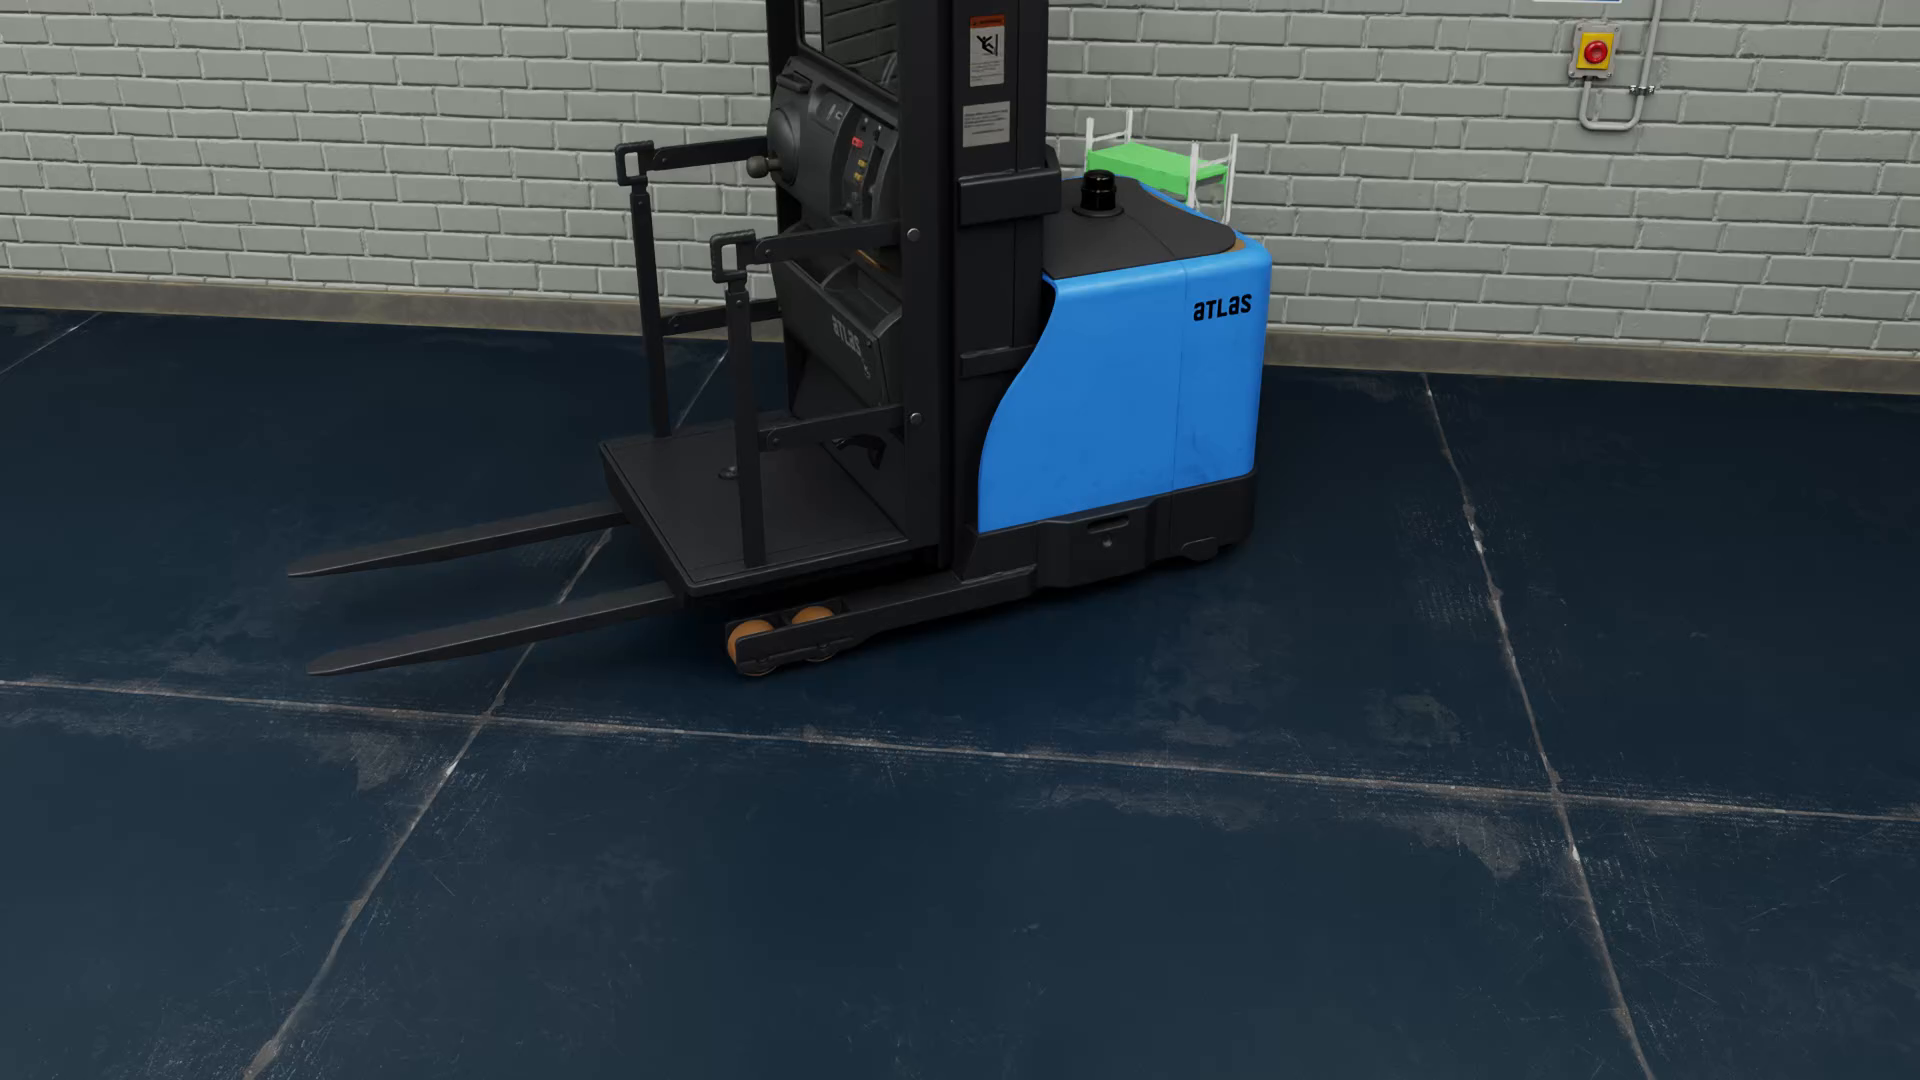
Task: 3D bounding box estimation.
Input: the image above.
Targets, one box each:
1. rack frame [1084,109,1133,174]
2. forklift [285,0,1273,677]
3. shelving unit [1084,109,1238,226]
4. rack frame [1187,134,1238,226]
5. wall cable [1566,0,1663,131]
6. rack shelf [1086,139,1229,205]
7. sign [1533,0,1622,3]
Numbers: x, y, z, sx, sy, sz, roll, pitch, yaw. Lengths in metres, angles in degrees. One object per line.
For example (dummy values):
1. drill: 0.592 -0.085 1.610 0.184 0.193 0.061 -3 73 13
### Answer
1. rack frame: 0.540 -1.035 6.397 0.240 1.200 0.015 -23 36 -39
2. forklift: -0.565 -1.167 4.826 3.031 2.935 1.130 -12 31 -22
3. shelving unit: 0.710 -0.952 6.243 0.258 1.200 0.503 -23 36 -39
4. rack frame: 0.879 -0.868 6.088 0.240 1.200 0.015 -23 36 -39
5. wall cable: 2.390 -2.454 6.038 0.585 1.953 0.123 3 28 6
6. rack shelf: 0.719 -1.322 6.053 0.258 0.148 0.480 -23 36 -39
7. sign: 2.349 -2.144 6.281 0.327 0.218 0.001 3 28 6
